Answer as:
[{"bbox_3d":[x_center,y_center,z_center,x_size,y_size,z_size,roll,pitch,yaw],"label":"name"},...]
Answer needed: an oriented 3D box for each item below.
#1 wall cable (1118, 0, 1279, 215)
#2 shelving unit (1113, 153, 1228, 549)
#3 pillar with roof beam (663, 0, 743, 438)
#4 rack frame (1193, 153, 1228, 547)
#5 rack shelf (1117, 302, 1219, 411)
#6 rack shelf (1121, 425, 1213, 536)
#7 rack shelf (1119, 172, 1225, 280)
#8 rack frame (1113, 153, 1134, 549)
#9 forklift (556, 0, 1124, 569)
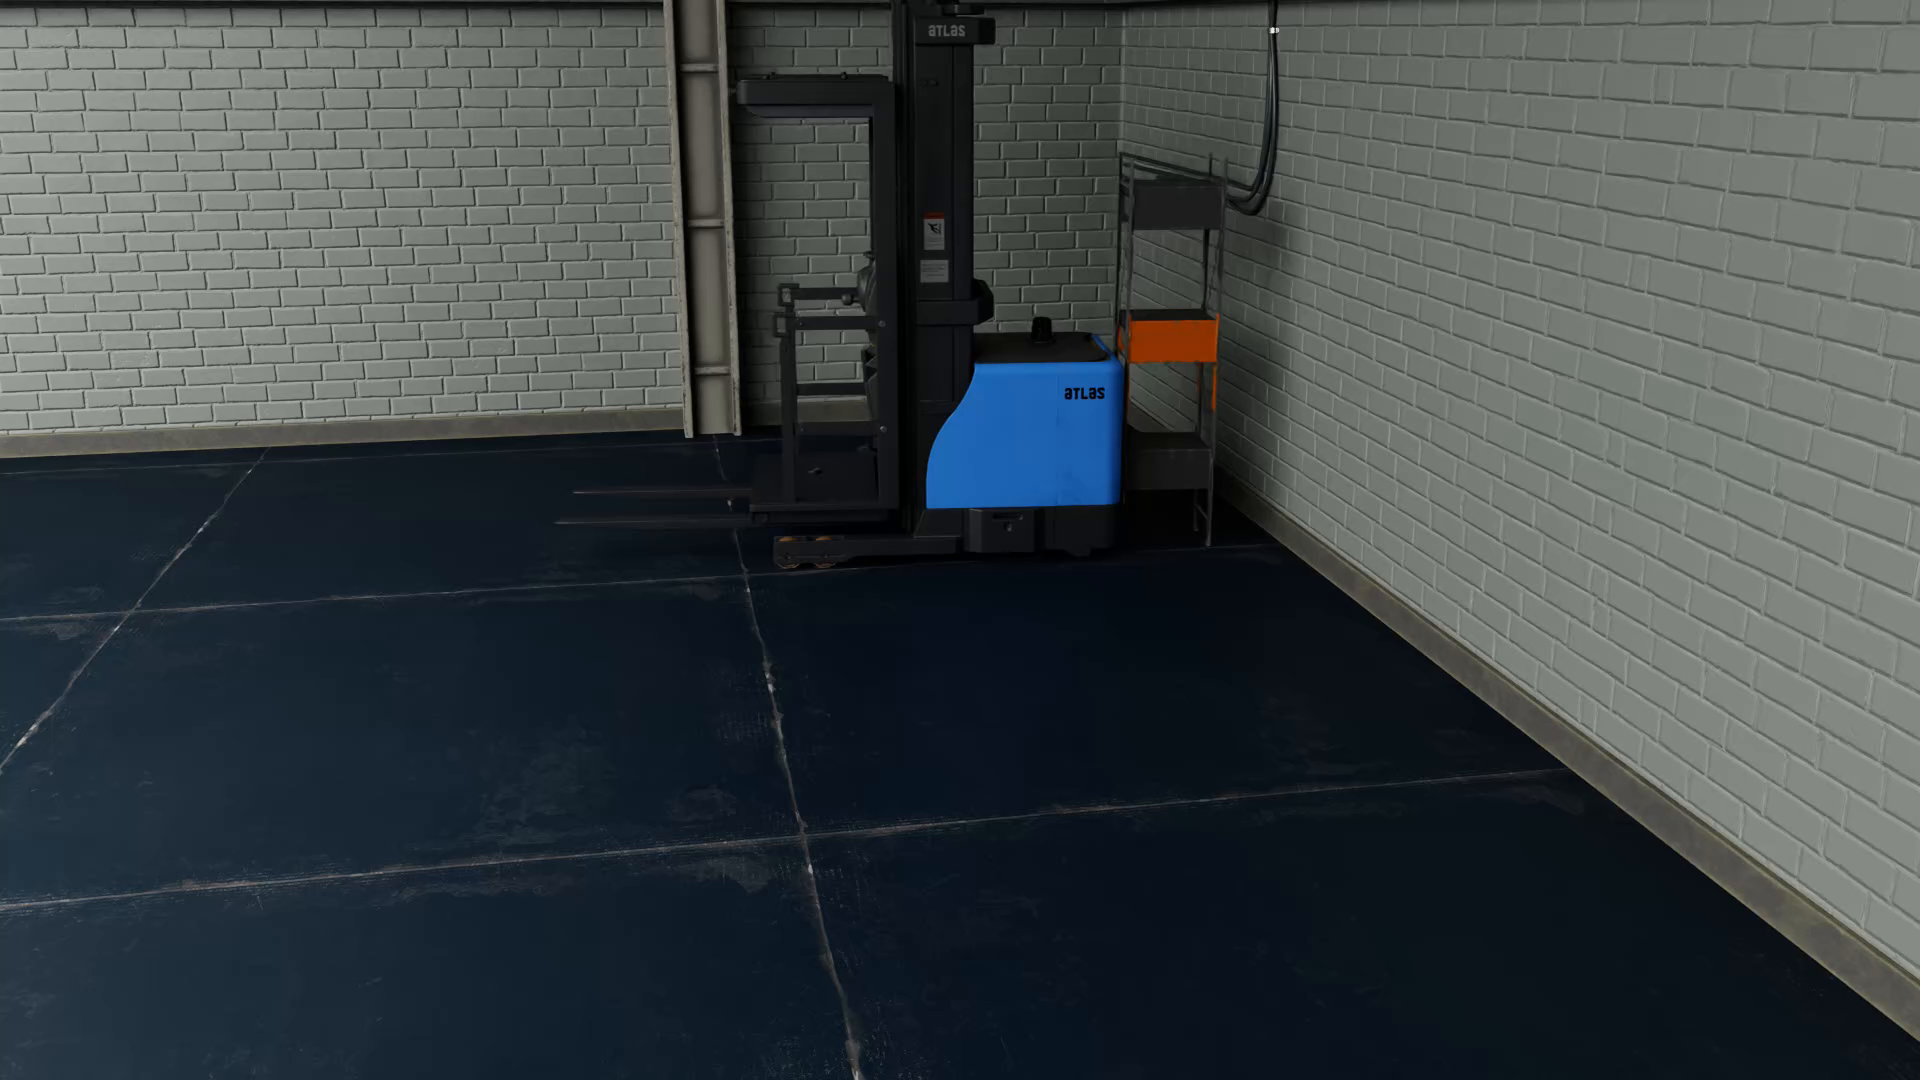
[{"bbox_3d":[1.387,-3.372,10.252,0.112,2.526,3.097,-3,17,-10],"label":"wall cable"},{"bbox_3d":[1.117,-1.017,9.046,0.503,2.100,0.431,-1,17,-4],"label":"shelving unit"},{"bbox_3d":[-0.940,-3.832,6.463,0.400,9.000,9.100,-3,17,-10],"label":"pillar with roof beam"},{"bbox_3d":[1.360,-1.022,9.063,0.015,2.100,0.400,-1,17,-4],"label":"rack frame"},{"bbox_3d":[1.117,-1.004,9.050,0.480,0.518,0.431,-1,17,-4],"label":"rack shelf"},{"bbox_3d":[1.117,-0.335,9.255,0.480,0.518,0.431,-1,17,-4],"label":"rack shelf"},{"bbox_3d":[1.117,-1.673,8.844,0.480,0.518,0.431,-1,17,-4],"label":"rack shelf"},{"bbox_3d":[0.873,-1.011,9.029,0.015,2.100,0.400,-1,17,-4],"label":"rack frame"},{"bbox_3d":[-0.667,-1.409,8.907,3.031,2.935,1.130,-1,17,-4],"label":"forklift"}]
